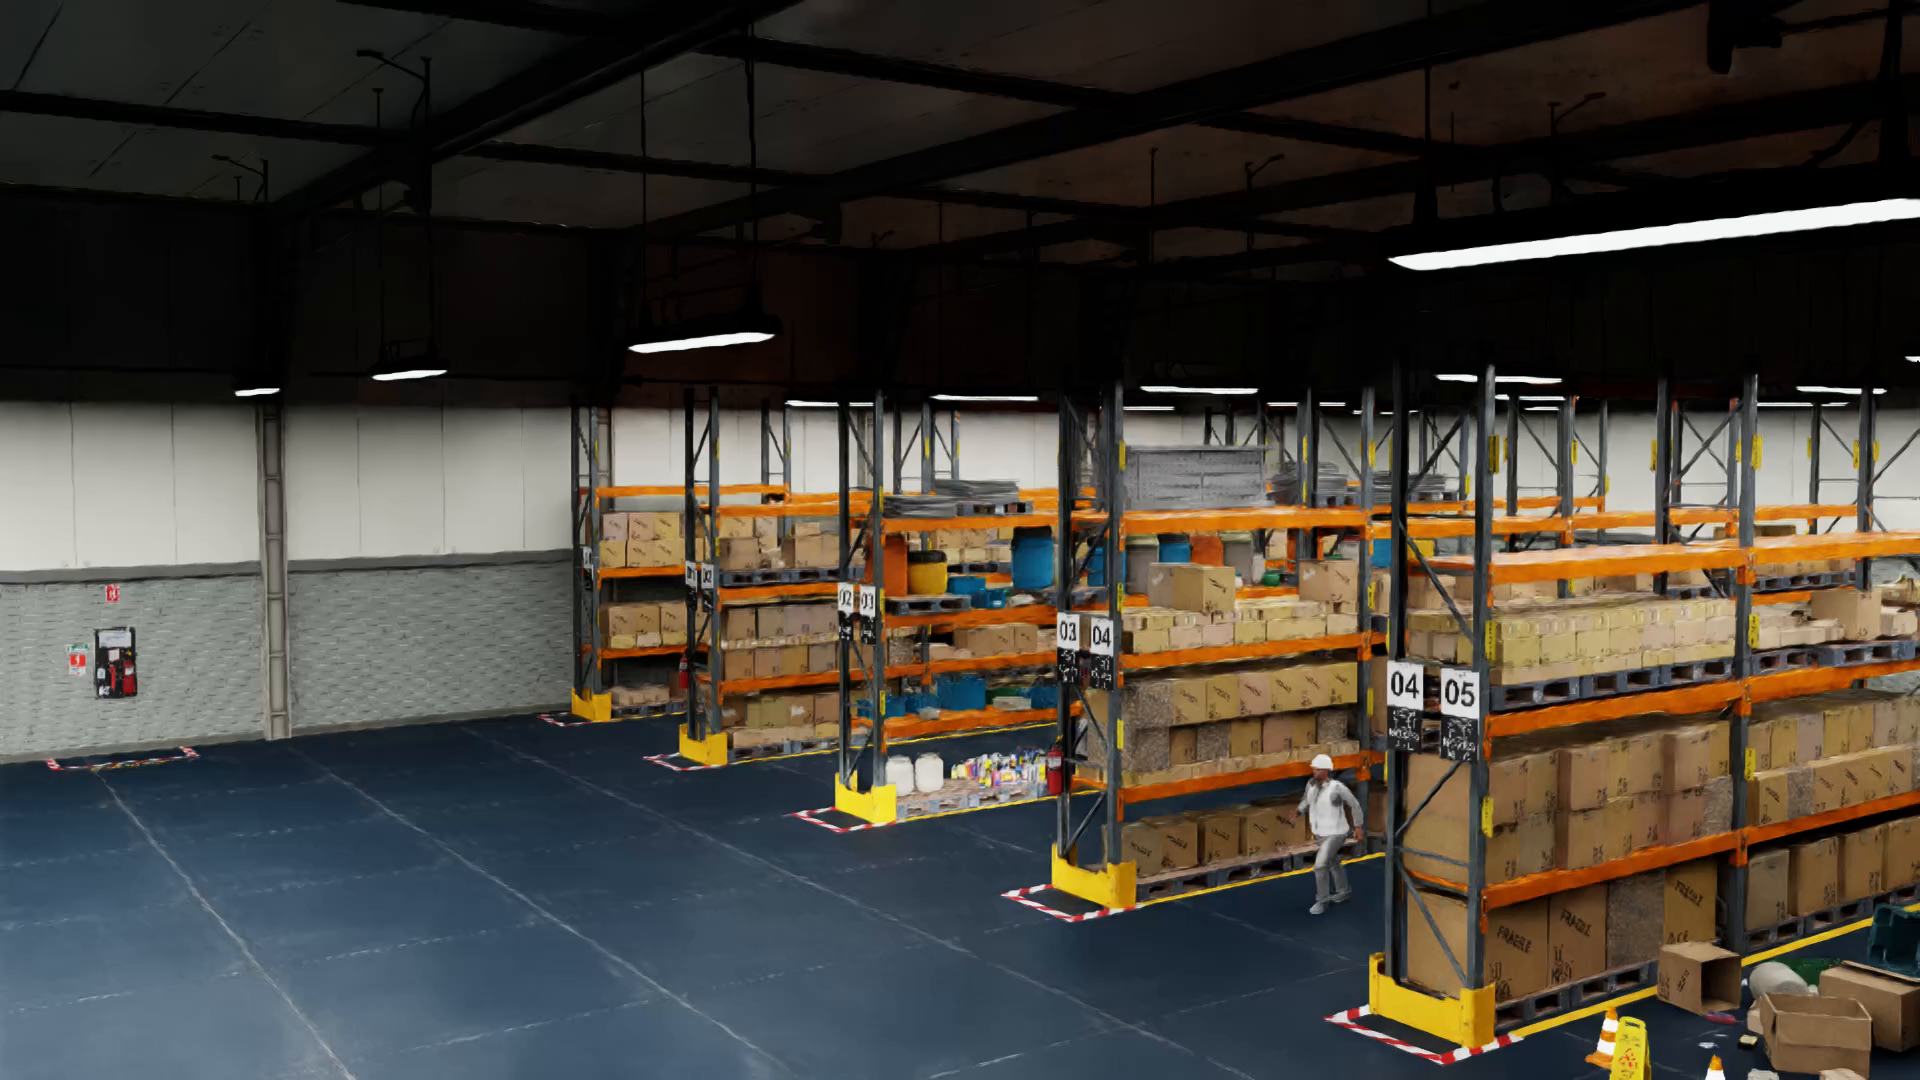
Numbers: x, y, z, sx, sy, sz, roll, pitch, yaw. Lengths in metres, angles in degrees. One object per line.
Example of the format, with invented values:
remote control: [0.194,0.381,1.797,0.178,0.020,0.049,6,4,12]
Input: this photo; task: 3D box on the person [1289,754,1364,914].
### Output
person: [4.059,3.203,18.356,0.866,1.709,0.680,-2,4,-29]

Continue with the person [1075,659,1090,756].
person: [2.284,2.663,27.133,1.017,1.734,0.616,-1,4,-19]
